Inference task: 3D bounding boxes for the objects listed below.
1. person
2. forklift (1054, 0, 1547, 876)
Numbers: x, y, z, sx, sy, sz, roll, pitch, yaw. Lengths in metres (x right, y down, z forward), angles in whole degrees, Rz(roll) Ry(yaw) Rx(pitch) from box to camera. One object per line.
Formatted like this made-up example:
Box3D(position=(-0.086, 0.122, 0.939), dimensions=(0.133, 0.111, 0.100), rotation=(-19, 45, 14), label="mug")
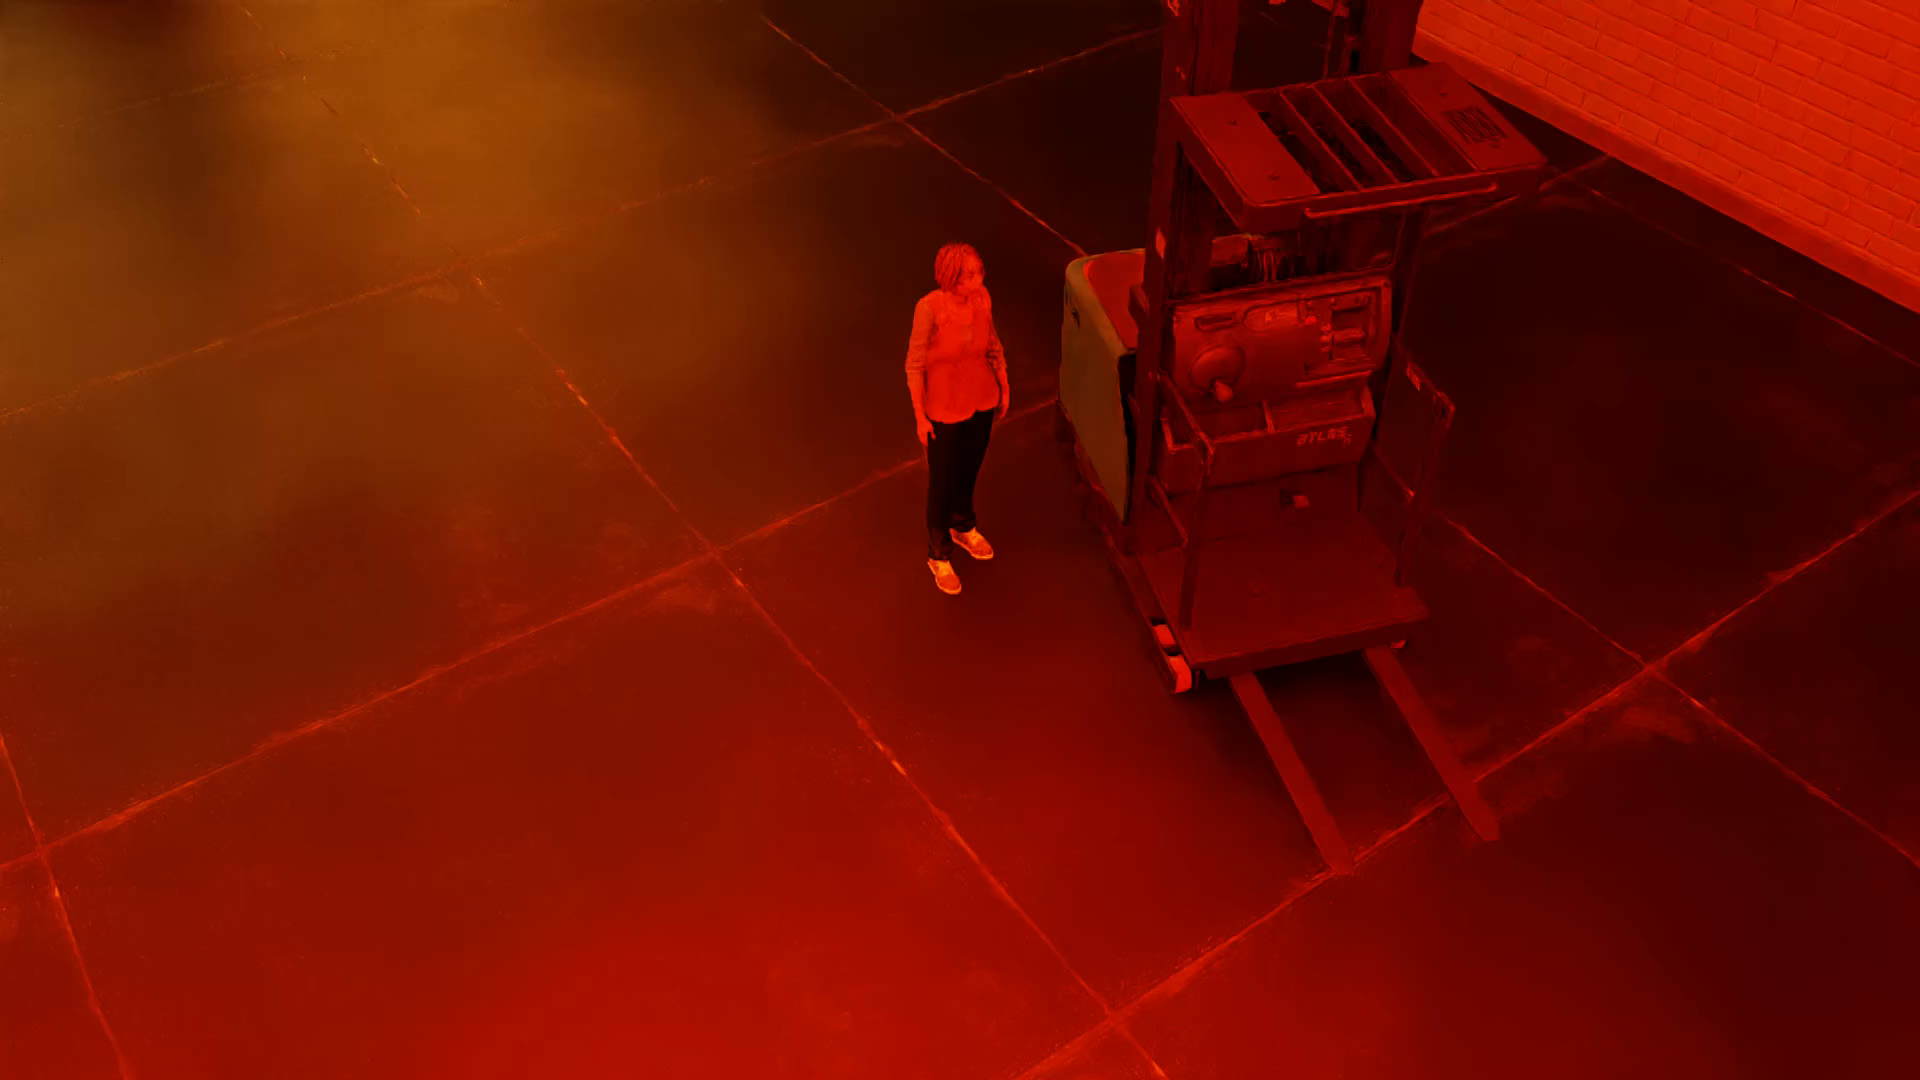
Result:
Box3D(position=(0.031, -0.546, 7.282), dimensions=(0.520, 1.597, 0.474), rotation=(-25, 48, -25), label="person")
Box3D(position=(1.344, -0.715, 6.491), dimensions=(1.130, 2.935, 3.031), rotation=(-10, 44, -11), label="forklift")
